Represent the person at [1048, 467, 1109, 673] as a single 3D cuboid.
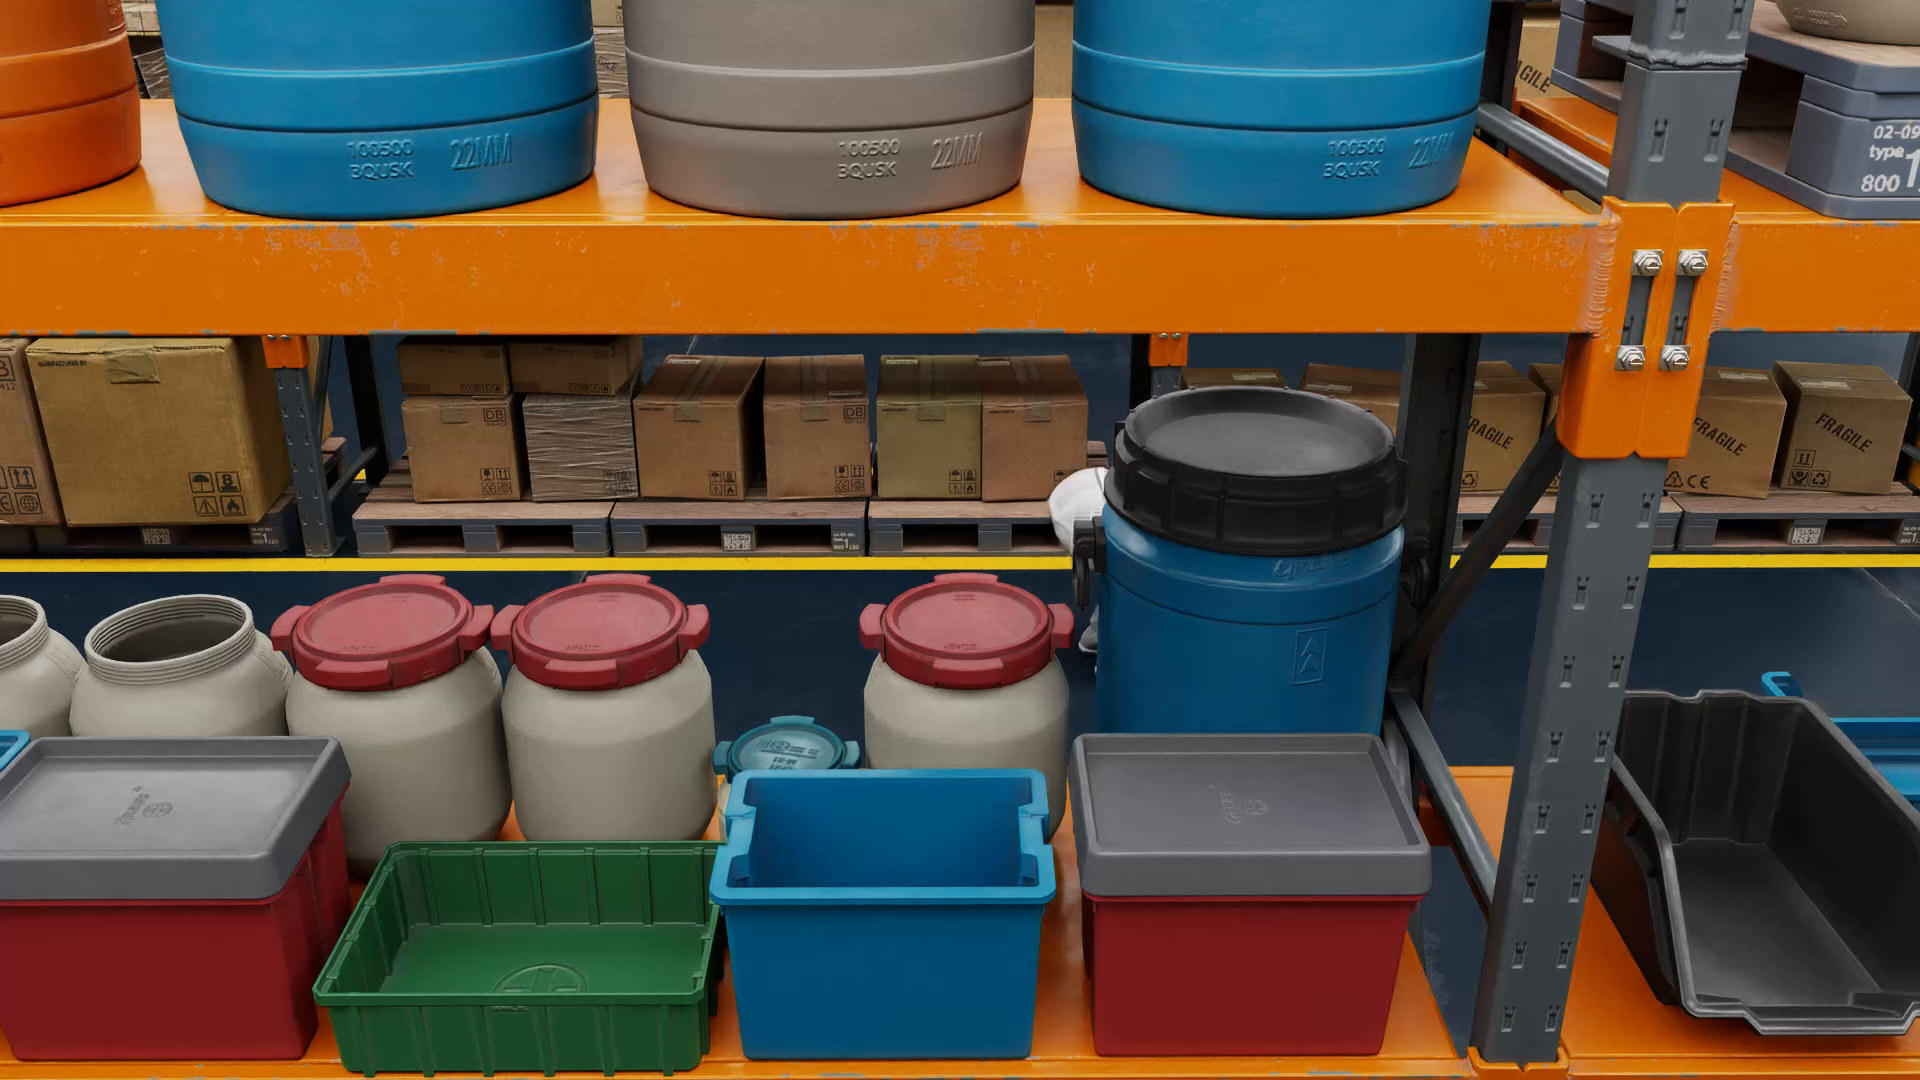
[{"bbox_3d":[0.799,0.127,6.799,0.882,0.861,0.458,-1,24,-3],"label":"person"}]
